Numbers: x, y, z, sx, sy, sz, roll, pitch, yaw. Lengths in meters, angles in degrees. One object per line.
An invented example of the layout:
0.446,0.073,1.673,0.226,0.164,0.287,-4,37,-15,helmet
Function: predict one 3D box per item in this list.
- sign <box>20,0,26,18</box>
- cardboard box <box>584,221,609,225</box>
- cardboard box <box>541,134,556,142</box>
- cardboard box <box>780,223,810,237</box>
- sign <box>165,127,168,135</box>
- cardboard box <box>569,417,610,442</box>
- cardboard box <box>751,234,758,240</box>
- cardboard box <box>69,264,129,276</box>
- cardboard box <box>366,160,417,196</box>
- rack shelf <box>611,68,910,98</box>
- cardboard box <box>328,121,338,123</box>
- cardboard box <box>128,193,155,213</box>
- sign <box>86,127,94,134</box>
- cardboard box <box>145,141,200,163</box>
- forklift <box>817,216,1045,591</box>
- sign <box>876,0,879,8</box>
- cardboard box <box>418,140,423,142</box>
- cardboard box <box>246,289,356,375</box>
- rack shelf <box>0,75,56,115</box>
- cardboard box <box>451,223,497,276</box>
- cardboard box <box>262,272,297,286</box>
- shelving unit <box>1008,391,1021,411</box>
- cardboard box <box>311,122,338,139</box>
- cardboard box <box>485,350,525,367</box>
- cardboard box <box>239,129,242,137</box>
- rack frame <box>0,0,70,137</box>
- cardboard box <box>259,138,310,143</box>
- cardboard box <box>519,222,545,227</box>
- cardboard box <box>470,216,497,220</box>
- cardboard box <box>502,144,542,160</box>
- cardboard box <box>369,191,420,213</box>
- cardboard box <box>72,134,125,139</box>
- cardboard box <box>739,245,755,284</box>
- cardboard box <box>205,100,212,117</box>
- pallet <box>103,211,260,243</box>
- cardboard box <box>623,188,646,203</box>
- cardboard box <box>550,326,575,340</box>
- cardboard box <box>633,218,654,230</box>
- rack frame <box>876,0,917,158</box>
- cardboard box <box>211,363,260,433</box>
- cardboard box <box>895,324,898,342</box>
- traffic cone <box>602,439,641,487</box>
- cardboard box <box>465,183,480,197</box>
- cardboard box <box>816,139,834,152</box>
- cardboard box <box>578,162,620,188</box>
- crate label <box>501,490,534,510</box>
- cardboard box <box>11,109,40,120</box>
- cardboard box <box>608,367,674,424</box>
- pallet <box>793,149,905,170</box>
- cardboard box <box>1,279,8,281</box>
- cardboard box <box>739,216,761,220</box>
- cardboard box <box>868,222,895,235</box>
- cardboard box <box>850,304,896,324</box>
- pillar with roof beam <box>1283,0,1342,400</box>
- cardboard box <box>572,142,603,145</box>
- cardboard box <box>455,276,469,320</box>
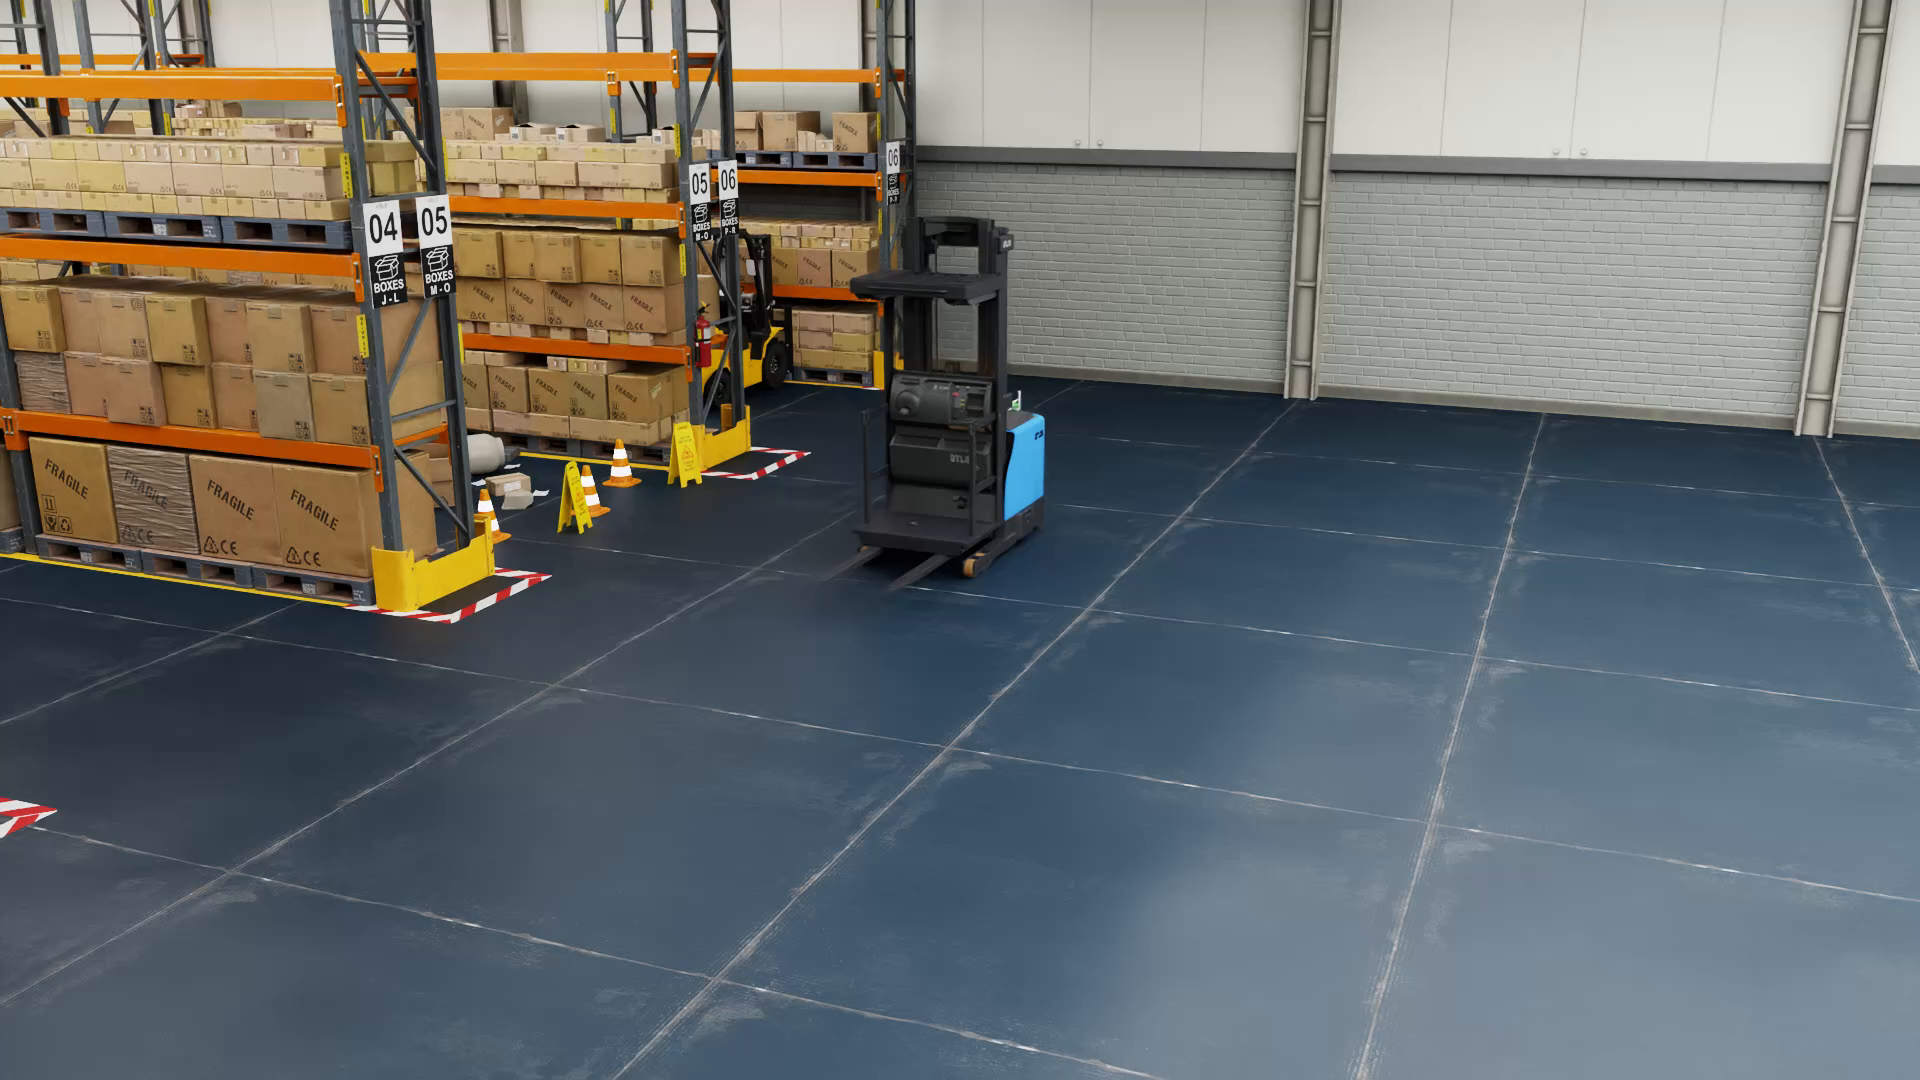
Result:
-15.485,-8.797,27.451,0.005,0.325,0.100,6,17,21,sign
-5.255,-4.540,24.164,0.250,0.149,0.380,6,17,20,cardboard box
-5.679,-5.625,23.383,0.250,0.149,0.380,6,17,20,cardboard box
-2.216,-4.176,22.379,0.250,0.149,0.380,7,18,22,cardboard box
-9.882,-4.972,20.690,0.005,0.325,0.100,6,17,21,sign
-3.971,-1.274,18.436,0.500,0.250,0.500,6,17,21,cardboard box
-2.650,-4.109,22.679,0.250,0.149,0.380,6,17,20,cardboard box
-10.627,-3.295,20.591,0.500,0.250,0.500,6,17,20,cardboard box
-4.718,-2.908,13.308,0.500,0.250,0.500,6,17,21,cardboard box
-2.684,-6.160,22.337,4.000,0.370,1.077,6,17,21,rack shelf
-9.166,-6.160,24.730,0.250,0.149,0.380,6,17,19,cardboard box
-6.456,-2.728,13.405,0.250,0.149,0.380,7,17,21,cardboard box
-10.295,-4.727,19.702,0.005,0.325,0.100,6,17,21,sign
-6.220,-3.086,13.206,0.250,0.149,0.380,6,17,21,cardboard box
-0.247,-1.219,14.192,1.130,2.935,3.031,7,18,22,forklift
-1.036,-6.841,20.856,0.005,0.325,0.100,6,17,21,sign
-5.987,-4.461,18.876,0.250,0.149,0.380,7,17,22,cardboard box
-5.240,-1.701,13.525,0.550,0.550,0.875,6,17,21,cardboard box
-9.945,-3.988,14.853,4.000,0.370,1.077,6,17,21,rack shelf
-5.565,-3.246,18.544,0.500,0.500,0.700,6,17,21,cardboard box
-7.816,-3.219,19.491,0.500,0.500,0.500,7,18,23,cardboard box
0.287,-0.845,15.987,0.503,1.200,0.258,8,15,24,shelving unit
-7.226,-4.756,19.492,0.500,0.250,0.500,6,17,19,cardboard box
-5.088,-2.049,18.598,0.250,0.149,0.380,7,18,24,cardboard box
-10.671,-6.144,25.170,0.250,0.149,0.380,7,17,22,cardboard box
-8.085,-4.321,13.993,0.127,3.000,1.000,6,17,21,rack frame
-5.503,-3.204,13.614,0.250,0.149,0.380,6,17,20,cardboard box
-6.143,-4.482,23.964,0.250,0.149,0.380,6,17,21,cardboard box
-7.132,-4.762,24.931,0.250,0.149,0.380,6,17,20,cardboard box
-4.713,-4.182,17.916,0.250,0.149,0.380,7,17,22,cardboard box
-4.565,-2.718,13.371,0.250,0.149,0.380,6,17,21,cardboard box
-7.392,-3.412,14.329,0.250,0.149,0.380,6,17,20,cardboard box
-2.805,-3.799,22.777,0.500,0.500,0.500,6,17,21,cardboard box
-11.677,-6.738,25.940,0.258,0.266,0.396,6,17,20,cardboard box
-6.196,-2.626,13.694,1.213,0.211,1.003,6,17,21,pallet
-3.319,-3.625,17.428,0.250,0.149,0.380,6,17,21,cardboard box
-4.283,-2.299,18.241,0.250,0.149,0.380,6,17,20,cardboard box
-4.357,-4.414,23.199,0.250,0.149,0.380,7,17,22,cardboard box
-0.823,-6.493,21.477,0.127,3.000,1.000,6,17,21,rack frame
-5.720,-1.269,13.973,0.550,0.550,0.875,6,17,21,cardboard box
-1.185,-2.836,22.919,0.500,0.250,0.500,7,17,22,cardboard box
-3.515,-0.816,17.230,0.334,0.463,0.336,6,17,21,traffic cone
-5.205,-3.854,18.216,0.250,0.149,0.380,6,17,19,cardboard box
-1.706,-5.188,21.878,0.250,0.149,0.380,6,17,19,cardboard box
-3.679,-3.874,17.569,0.500,0.250,0.500,6,17,20,cardboard box
-4.360,-0.401,16.386,0.298,0.136,0.250,-2,16,-8,crate label
-14.921,-6.833,26.866,0.500,0.250,0.500,6,17,20,cardboard box
-3.482,-1.580,18.147,0.500,0.500,0.500,6,17,21,cardboard box
-1.472,-5.090,22.179,1.213,0.211,1.003,6,17,21,pallet
-9.028,-2.069,15.025,0.500,0.500,0.700,6,17,20,cardboard box
-2.957,-4.430,23.254,0.250,0.149,0.380,6,17,20,cardboard box
-1.058,-4.205,22.476,0.250,0.149,0.380,6,17,20,cardboard box
-1.201,-3.072,22.837,0.500,0.250,0.500,6,17,20,cardboard box
2.861,-5.068,16.567,0.400,9.000,9.100,6,17,21,pillar with roof beam
-4.032,-4.273,18.230,0.250,0.149,0.380,7,18,22,cardboard box
-5.580,-2.762,18.671,0.500,0.500,0.500,6,17,20,cardboard box
